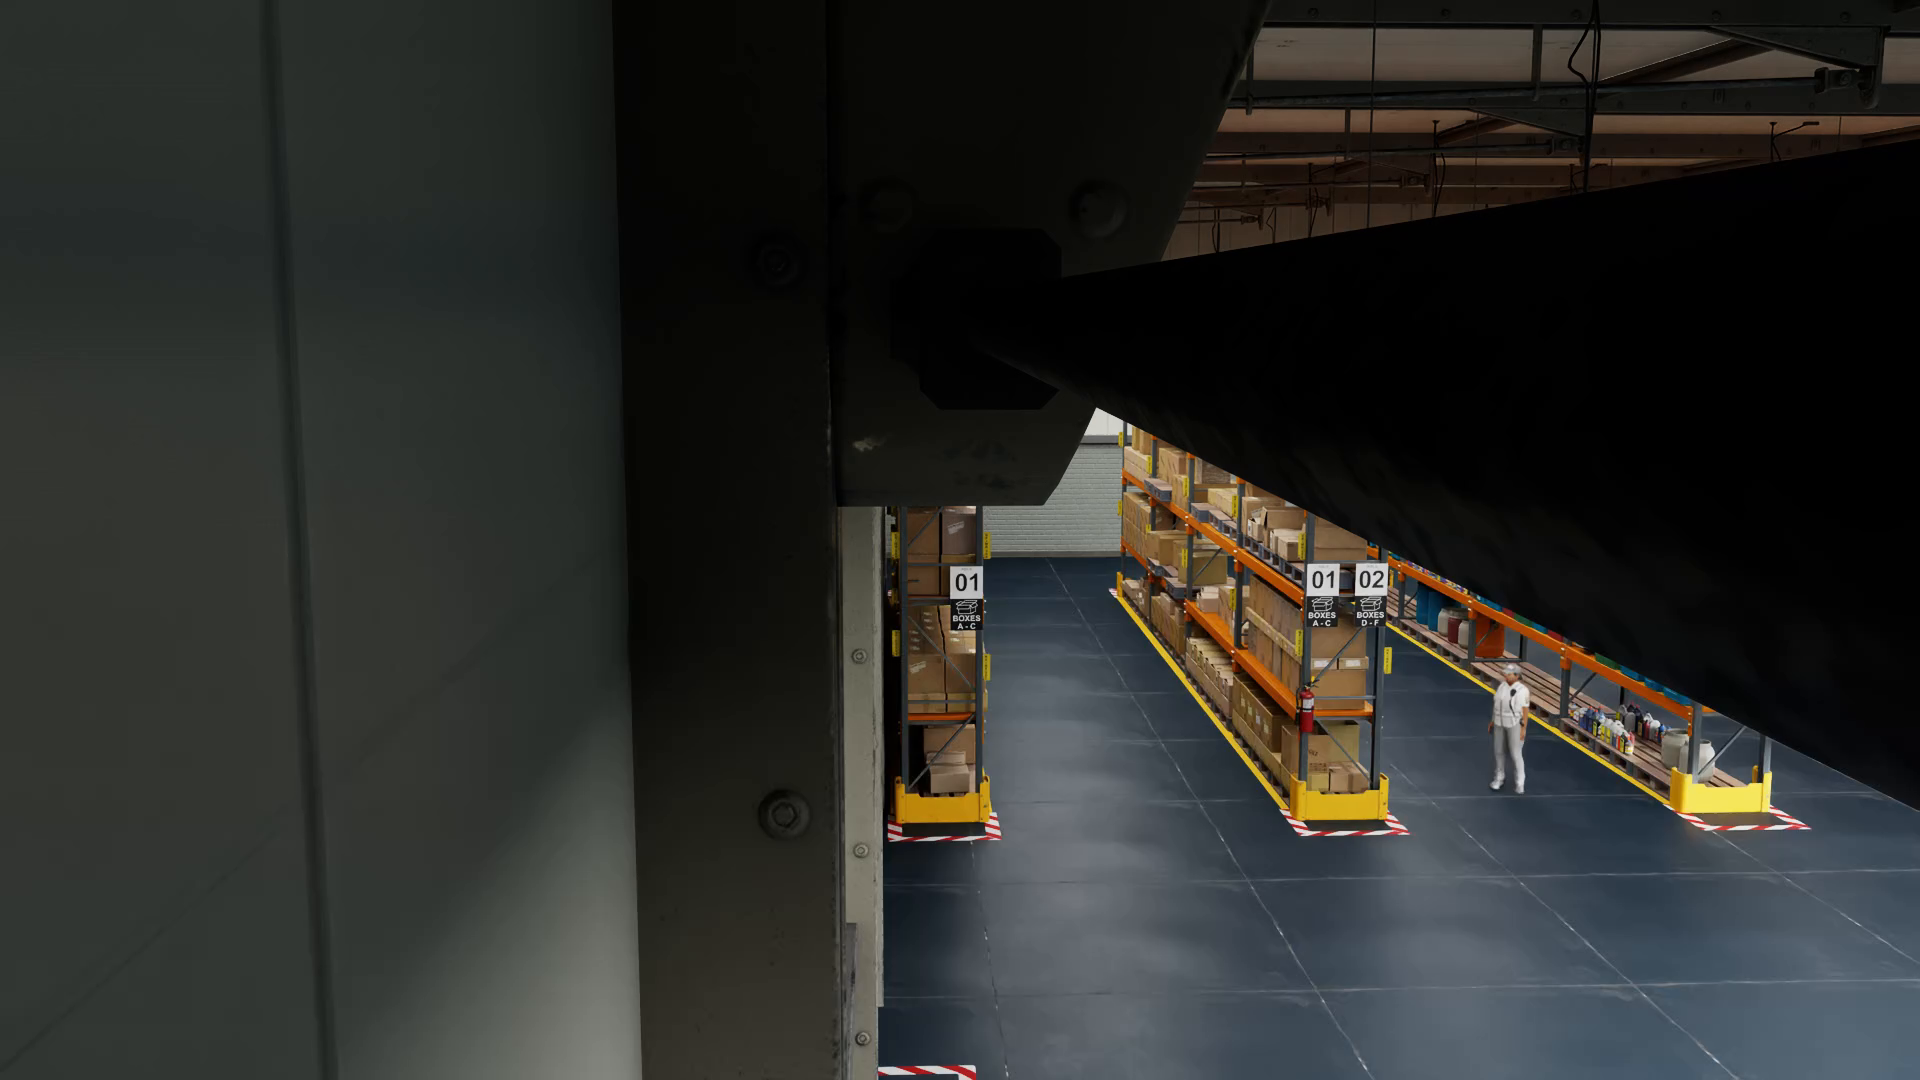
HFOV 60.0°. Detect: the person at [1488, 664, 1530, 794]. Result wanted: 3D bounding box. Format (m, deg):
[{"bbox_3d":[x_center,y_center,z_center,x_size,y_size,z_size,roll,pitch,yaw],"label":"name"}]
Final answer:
[{"bbox_3d":[7.210,2.473,21.852,0.409,1.710,0.547,-7,11,-42],"label":"person"}]
